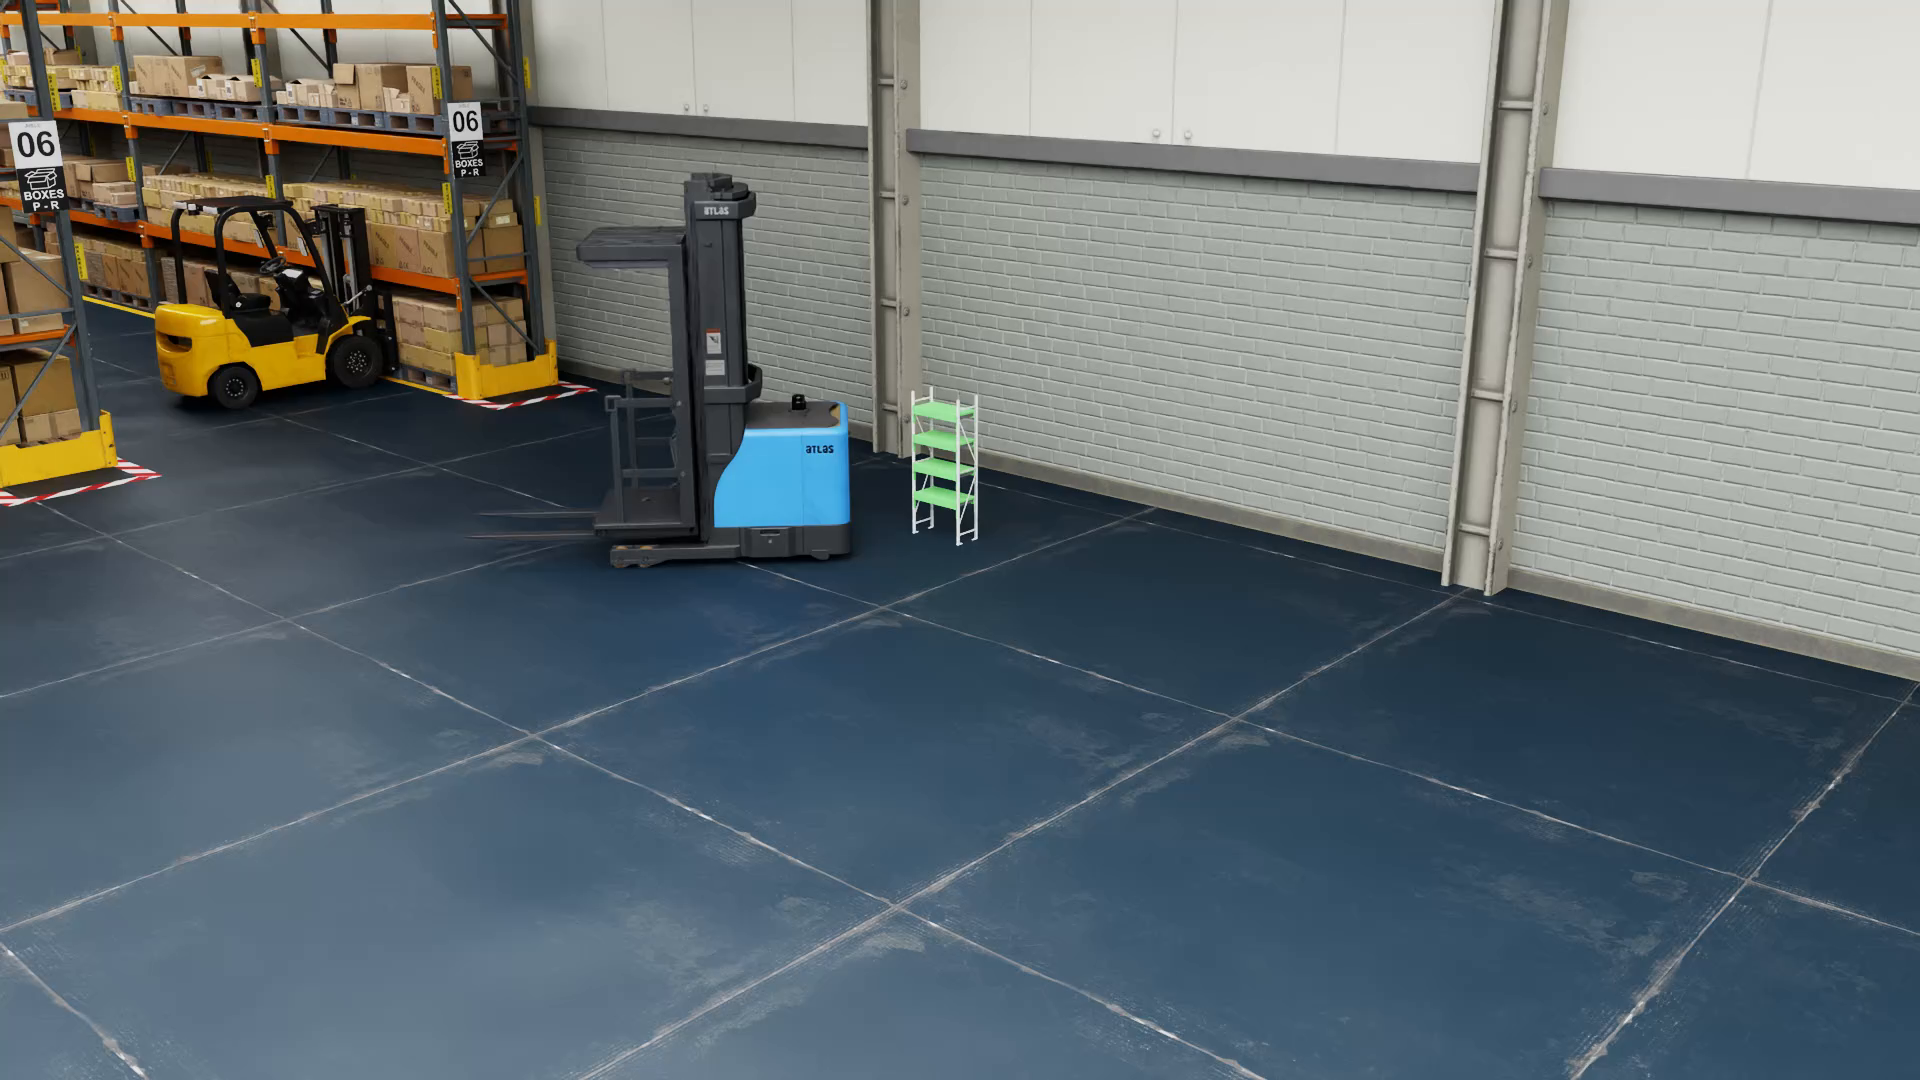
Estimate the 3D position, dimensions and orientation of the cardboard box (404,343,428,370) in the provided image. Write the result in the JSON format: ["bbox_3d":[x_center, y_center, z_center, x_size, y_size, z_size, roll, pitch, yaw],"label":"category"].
[{"bbox_3d":[-6.101,-2.168,19.337,0.500,0.250,0.500,15,23,39],"label":"cardboard box"}]

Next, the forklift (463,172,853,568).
[{"bbox_3d":[-2.391,-1.344,13.002,3.031,2.935,1.130,-1,18,-4],"label":"forklift"}]

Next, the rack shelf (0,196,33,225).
[{"bbox_3d":[-15.646,-5.622,27.557,4.000,0.370,1.077,15,23,39],"label":"rack shelf"}]

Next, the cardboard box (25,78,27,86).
[{"bbox_3d":[-13.765,-6.883,24.937,0.250,0.149,0.380,15,23,40],"label":"cardboard box"}]

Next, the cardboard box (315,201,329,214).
[{"bbox_3d":[-7.559,-4.027,20.103,0.250,0.149,0.380,16,23,40],"label":"cardboard box"}]

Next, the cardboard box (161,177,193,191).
[{"bbox_3d":[-10.706,-4.887,22.815,0.250,0.149,0.380,16,24,41],"label":"cardboard box"}]

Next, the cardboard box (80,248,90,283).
[{"bbox_3d":[-13.162,-4.218,25.383,0.500,0.500,0.500,14,22,38],"label":"cardboard box"}]

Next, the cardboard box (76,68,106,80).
[{"bbox_3d":[-12.392,-6.663,23.786,0.250,0.149,0.380,14,23,38],"label":"cardboard box"}]

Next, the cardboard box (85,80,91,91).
[{"bbox_3d":[-12.312,-6.542,23.896,0.250,0.149,0.380,15,23,40],"label":"cardboard box"}]

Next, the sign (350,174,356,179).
[{"bbox_3d":[-7.799,-4.533,21.376,0.005,0.325,0.100,15,23,39],"label":"sign"}]

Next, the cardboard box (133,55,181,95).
[{"bbox_3d":[-10.778,-6.285,22.473,0.500,0.500,0.500,15,23,40],"label":"cardboard box"}]

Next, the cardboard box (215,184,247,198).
[{"bbox_3d":[-9.545,-4.582,21.854,0.250,0.149,0.380,15,23,40],"label":"cardboard box"}]

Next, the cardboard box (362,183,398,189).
[{"bbox_3d":[-7.131,-4.314,20.517,0.250,0.149,0.380,14,23,38],"label":"cardboard box"}]

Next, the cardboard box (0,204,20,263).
[{"bbox_3d":[-8.994,-2.749,15.006,0.500,0.500,0.700,14,23,38],"label":"cardboard box"}]

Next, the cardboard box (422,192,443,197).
[{"bbox_3d":[-6.053,-3.979,19.460,0.250,0.149,0.380,16,24,41],"label":"cardboard box"}]

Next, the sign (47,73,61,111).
[{"bbox_3d":[-8.106,-3.999,14.851,0.005,0.325,0.100,15,23,39],"label":"sign"}]

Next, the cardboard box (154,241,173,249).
[{"bbox_3d":[-11.761,-4.345,24.709,0.250,0.149,0.380,15,23,40],"label":"cardboard box"}]

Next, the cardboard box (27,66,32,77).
[{"bbox_3d":[-13.599,-6.960,24.689,0.250,0.149,0.380,15,23,38],"label":"cardboard box"}]

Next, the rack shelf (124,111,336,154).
[{"bbox_3d":[-9.662,-5.446,22.042,4.000,0.370,1.077,15,23,39],"label":"rack shelf"}]

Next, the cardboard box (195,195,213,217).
[{"bbox_3d":[-9.836,-4.476,22.178,0.500,0.250,0.500,15,23,40],"label":"cardboard box"}]

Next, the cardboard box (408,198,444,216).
[{"bbox_3d":[-6.001,-3.766,18.789,0.250,0.149,0.380,16,23,40],"label":"cardboard box"}]

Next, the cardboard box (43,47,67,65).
[{"bbox_3d":[-13.876,-7.415,25.436,0.258,0.266,0.396,15,23,38],"label":"cardboard box"}]

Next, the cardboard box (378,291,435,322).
[{"bbox_3d":[-6.496,-2.742,19.492,0.500,0.250,0.500,15,23,40],"label":"cardboard box"}]

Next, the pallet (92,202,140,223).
[{"bbox_3d":[-11.712,-4.789,24.060,1.003,0.211,1.213,15,23,39],"label":"pallet"}]

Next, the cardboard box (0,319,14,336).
[{"bbox_3d":[-8.888,-1.937,15.172,0.250,0.149,0.380,16,24,41],"label":"cardboard box"}]

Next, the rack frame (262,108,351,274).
[{"bbox_3d":[-8.166,-3.957,21.122,0.127,3.000,1.000,15,23,39],"label":"rack frame"}]

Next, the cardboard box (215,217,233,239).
[{"bbox_3d":[-9.448,-4.134,21.927,0.500,0.250,0.500,15,23,40],"label":"cardboard box"}]

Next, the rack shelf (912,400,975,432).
[{"bbox_3d":[-0.124,-1.002,13.409,0.480,0.148,0.258,15,23,39],"label":"rack shelf"}]

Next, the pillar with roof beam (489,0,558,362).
[{"bbox_3d":[-7.955,-5.383,15.698,0.400,9.000,9.100,15,23,39],"label":"pillar with roof beam"}]

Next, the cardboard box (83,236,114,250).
[{"bbox_3d":[-13.040,-4.501,25.202,0.250,0.149,0.380,16,24,41],"label":"cardboard box"}]

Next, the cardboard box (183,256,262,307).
[{"bbox_3d":[-10.207,-3.571,23.136,0.625,0.625,0.875,16,24,41],"label":"cardboard box"}]

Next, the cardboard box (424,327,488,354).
[{"bbox_3d":[-5.746,-2.309,18.953,0.500,0.250,0.500,15,23,39],"label":"cardboard box"}]

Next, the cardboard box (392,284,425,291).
[{"bbox_3d":[-6.530,-2.966,20.198,0.500,0.250,0.500,14,23,38],"label":"cardboard box"}]

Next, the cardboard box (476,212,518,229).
[{"bbox_3d":[-5.256,-3.638,18.878,0.250,0.149,0.380,14,23,38],"label":"cardboard box"}]

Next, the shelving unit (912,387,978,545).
[{"bbox_3d":[-0.124,-0.605,13.535,0.503,1.200,0.258,15,23,39],"label":"shelving unit"}]

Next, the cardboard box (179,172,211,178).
[{"bbox_3d":[-10.781,-5.098,23.478,0.250,0.149,0.380,16,24,41],"label":"cardboard box"}]

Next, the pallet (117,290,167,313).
[{"bbox_3d":[-11.691,-3.590,24.574,1.213,0.211,1.003,15,23,39],"label":"pallet"}]

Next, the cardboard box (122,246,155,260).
[{"bbox_3d":[-11.920,-4.168,24.152,0.250,0.149,0.380,14,22,36],"label":"cardboard box"}]

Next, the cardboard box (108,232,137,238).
[{"bbox_3d":[-12.916,-4.661,25.706,0.250,0.149,0.380,16,24,41],"label":"cardboard box"}]

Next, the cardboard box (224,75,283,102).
[{"bbox_3d":[-8.869,-5.682,20.887,0.500,0.311,0.500,14,22,38],"label":"cardboard box"}]

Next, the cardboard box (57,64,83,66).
[{"bbox_3d":[-13.448,-7.134,25.239,0.250,0.149,0.380,14,23,38],"label":"cardboard box"}]

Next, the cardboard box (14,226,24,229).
[{"bbox_3d":[-15.805,-4.922,27.600,0.500,0.500,0.500,16,23,40],"label":"cardboard box"}]

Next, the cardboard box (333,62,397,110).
[{"bbox_3d":[-6.779,-5.269,19.266,0.637,0.503,0.797,16,24,41],"label":"cardboard box"}]

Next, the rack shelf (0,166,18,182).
[{"bbox_3d":[-9.962,-3.519,15.971,4.000,0.370,1.077,15,23,39],"label":"rack shelf"}]

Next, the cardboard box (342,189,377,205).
[{"bbox_3d":[-7.109,-4.084,19.792,0.250,0.149,0.380,15,23,39],"label":"cardboard box"}]

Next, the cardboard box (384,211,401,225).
[{"bbox_3d":[-6.393,-3.723,19.146,0.250,0.149,0.380,14,22,38],"label":"cardboard box"}]

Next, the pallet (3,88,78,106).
[{"bbox_3d":[-13.709,-6.757,25.295,1.003,0.211,1.213,15,23,39],"label":"pallet"}]

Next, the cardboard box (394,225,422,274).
[{"bbox_3d":[-6.099,-3.347,19.035,0.500,0.500,0.500,16,24,41],"label":"cardboard box"}]

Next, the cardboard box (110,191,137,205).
[{"bbox_3d":[-11.904,-4.886,23.769,0.250,0.149,0.380,16,23,40],"label":"cardboard box"}]

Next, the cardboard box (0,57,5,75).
[{"bbox_3d":[-14.687,-7.349,25.779,0.500,0.250,0.500,15,23,39],"label":"cardboard box"}]

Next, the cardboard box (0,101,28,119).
[{"bbox_3d":[-8.597,-3.838,14.884,0.250,0.149,0.380,15,23,39],"label":"cardboard box"}]

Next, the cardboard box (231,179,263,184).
[{"bbox_3d":[-9.619,-4.794,22.520,0.250,0.149,0.380,16,24,41],"label":"cardboard box"}]

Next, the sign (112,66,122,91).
[{"bbox_3d":[-11.520,-6.314,22.735,0.005,0.325,0.100,15,23,39],"label":"sign"}]

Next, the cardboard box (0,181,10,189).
[{"bbox_3d":[-15.077,-5.778,26.616,0.500,0.250,0.500,15,23,39],"label":"cardboard box"}]
